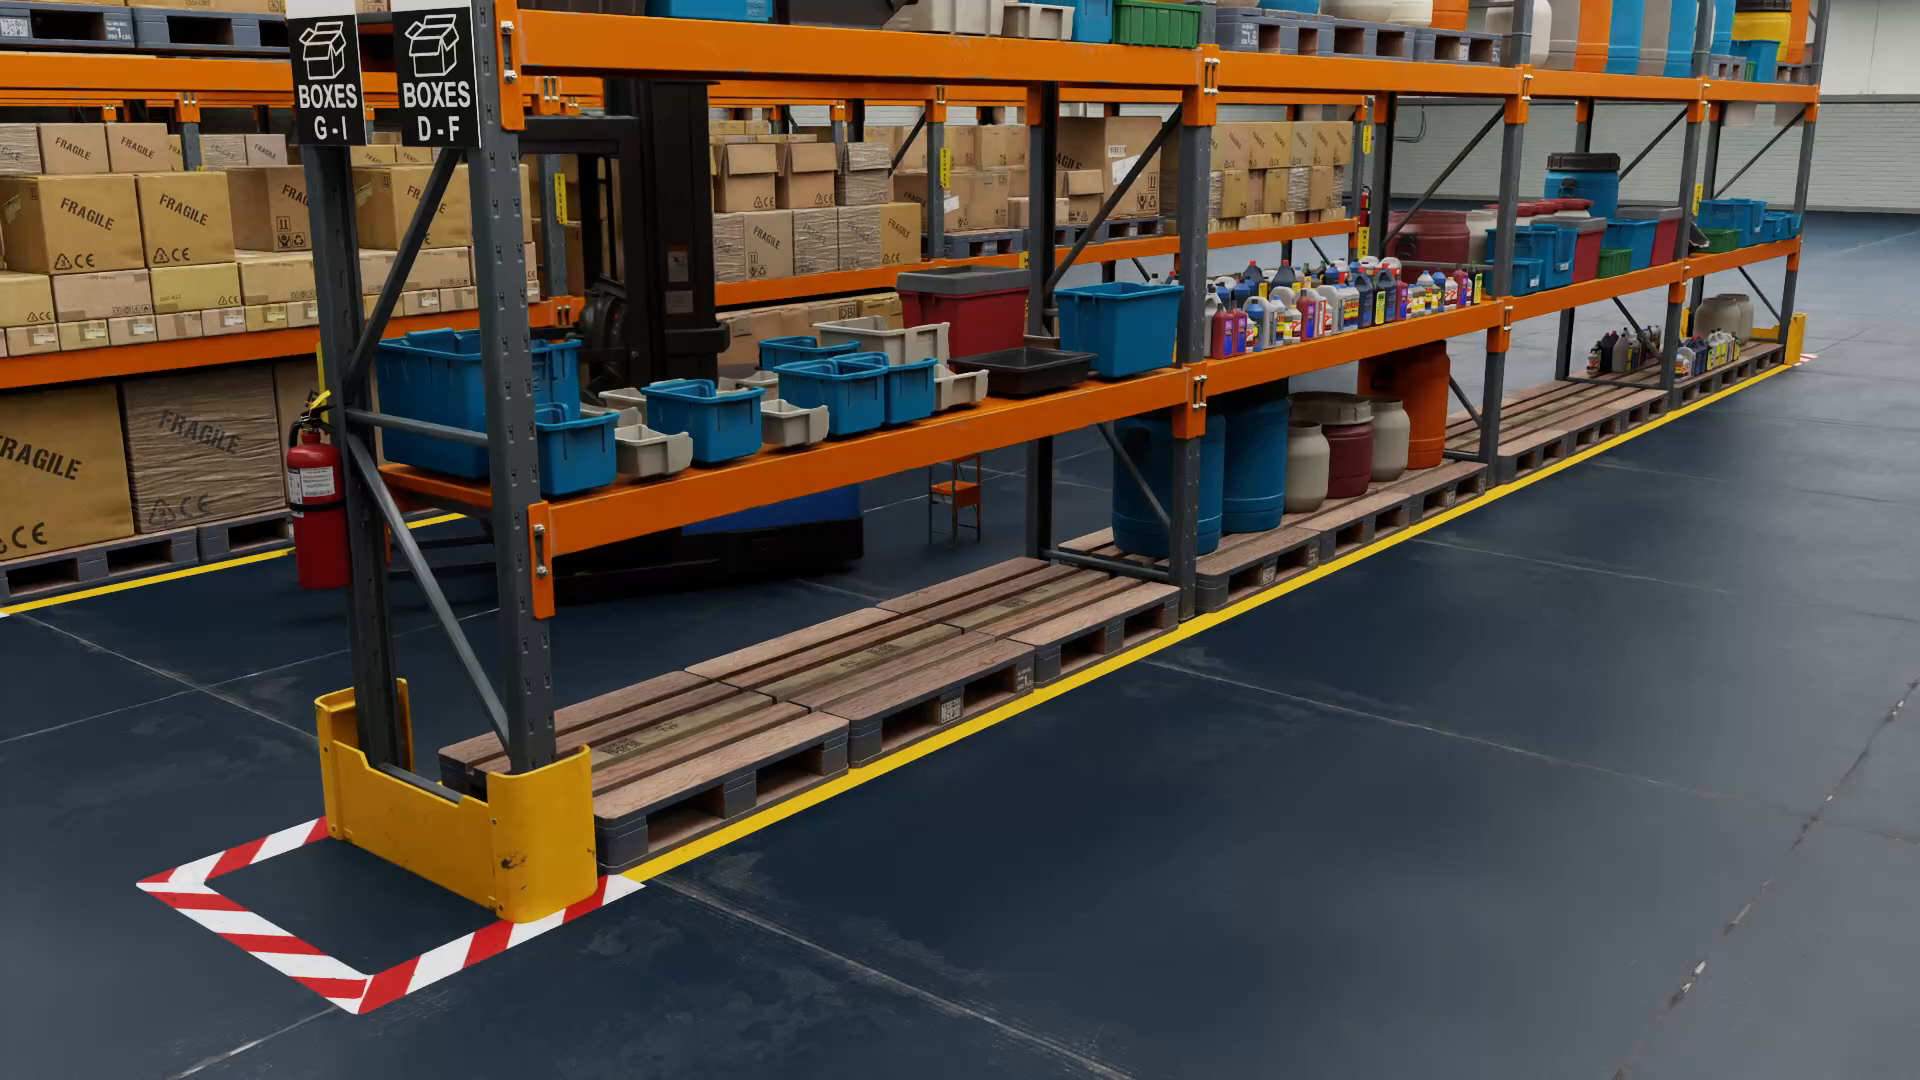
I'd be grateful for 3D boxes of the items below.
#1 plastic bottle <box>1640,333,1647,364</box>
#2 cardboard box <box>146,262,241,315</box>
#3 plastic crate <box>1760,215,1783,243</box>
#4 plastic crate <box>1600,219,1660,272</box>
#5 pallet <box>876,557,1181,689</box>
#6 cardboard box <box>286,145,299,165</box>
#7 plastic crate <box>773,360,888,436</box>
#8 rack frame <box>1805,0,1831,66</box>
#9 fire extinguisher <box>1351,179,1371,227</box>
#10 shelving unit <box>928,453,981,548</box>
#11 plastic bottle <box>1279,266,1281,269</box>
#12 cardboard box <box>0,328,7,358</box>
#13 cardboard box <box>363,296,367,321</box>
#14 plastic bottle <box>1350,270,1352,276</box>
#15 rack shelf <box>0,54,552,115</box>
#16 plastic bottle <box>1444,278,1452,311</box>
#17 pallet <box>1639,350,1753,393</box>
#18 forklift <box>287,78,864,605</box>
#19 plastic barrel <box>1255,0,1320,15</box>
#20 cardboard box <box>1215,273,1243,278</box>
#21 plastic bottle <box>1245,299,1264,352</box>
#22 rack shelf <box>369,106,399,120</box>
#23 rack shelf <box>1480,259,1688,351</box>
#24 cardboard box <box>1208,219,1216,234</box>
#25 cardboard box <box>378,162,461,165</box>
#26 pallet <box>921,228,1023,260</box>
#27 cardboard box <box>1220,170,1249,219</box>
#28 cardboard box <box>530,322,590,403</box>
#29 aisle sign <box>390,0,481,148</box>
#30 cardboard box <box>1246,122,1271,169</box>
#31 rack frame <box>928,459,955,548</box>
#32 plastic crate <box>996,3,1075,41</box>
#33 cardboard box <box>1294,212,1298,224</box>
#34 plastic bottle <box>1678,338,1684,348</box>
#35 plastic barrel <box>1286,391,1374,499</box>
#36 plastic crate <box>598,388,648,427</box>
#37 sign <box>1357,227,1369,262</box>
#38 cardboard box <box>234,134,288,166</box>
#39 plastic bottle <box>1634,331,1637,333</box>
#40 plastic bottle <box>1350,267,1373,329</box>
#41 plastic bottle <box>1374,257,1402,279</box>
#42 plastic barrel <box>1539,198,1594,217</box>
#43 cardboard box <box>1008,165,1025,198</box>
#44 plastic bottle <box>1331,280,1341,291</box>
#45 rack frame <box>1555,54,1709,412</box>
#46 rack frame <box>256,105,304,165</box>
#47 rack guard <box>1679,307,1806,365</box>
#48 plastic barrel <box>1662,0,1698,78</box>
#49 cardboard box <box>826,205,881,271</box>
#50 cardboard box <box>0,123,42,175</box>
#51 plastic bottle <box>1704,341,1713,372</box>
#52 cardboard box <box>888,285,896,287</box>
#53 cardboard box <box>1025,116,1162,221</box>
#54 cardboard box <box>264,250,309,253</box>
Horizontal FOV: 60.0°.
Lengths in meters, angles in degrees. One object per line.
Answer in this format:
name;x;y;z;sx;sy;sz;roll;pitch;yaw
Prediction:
plastic bottle;6.499;-1.829;15.852;0.061;0.283;0.133;11;18;38
cardboard box;-4.436;-1.437;9.389;0.500;0.250;0.500;11;18;36
plastic crate;7.826;-3.079;16.455;0.499;0.251;0.408;11;18;38
plastic crate;5.355;-2.384;13.448;0.392;0.384;0.575;11;18;38
pallet;0.346;0.379;8.201;1.003;0.211;1.213;11;18;38
cardboard box;-8.199;-4.711;20.917;0.500;0.500;0.500;11;18;36
plastic crate;-0.497;-0.549;6.412;0.416;0.233;0.300;11;18;38
rack frame;8.320;-6.325;16.744;1.000;3.000;0.127;11;18;38
fire extinguisher;4.898;-4.097;20.314;0.296;0.674;0.183;11;18;38
shelving unit;-0.034;-0.499;9.953;0.215;1.050;0.252;11;18;38
plastic bottle;2.007;-1.582;10.493;0.061;0.283;0.133;11;18;38
cardboard box;-5.108;-1.015;8.535;0.380;0.149;0.250;12;18;38
cardboard box;-3.818;-1.409;10.086;0.380;0.149;0.250;11;18;37
plastic bottle;2.614;-1.719;11.202;0.097;0.201;0.097;0;14;0
rack shelf;-4.331;-2.608;9.665;1.077;0.370;4.000;11;18;38
plastic bottle;3.077;-1.563;10.588;0.097;0.201;0.097;0;14;0
pallet;7.027;-1.656;16.215;1.003;0.211;1.213;11;18;38
forklift;-2.112;-1.217;8.961;3.031;2.935;1.130;-6;15;-23
plastic barrel;1.732;-3.370;9.333;0.600;0.901;0.708;11;18;38
cardboard box;3.305;-2.822;19.363;0.500;0.500;0.500;14;20;43
plastic bottle;1.544;-1.130;8.740;0.097;0.271;0.097;0;14;0
rack shelf;-8.360;-7.207;27.769;1.077;0.370;4.000;11;18;38
rack shelf;4.549;-1.919;13.048;1.077;0.370;4.000;11;18;38
cardboard box;2.490;-3.336;17.674;0.380;0.149;0.250;11;18;38
cardboard box;-3.574;-2.268;11.137;0.500;0.500;0.500;11;18;38
pallet;-0.195;-2.712;15.094;1.213;0.211;1.003;11;18;38
cardboard box;2.626;-3.777;18.092;0.875;0.500;0.500;11;18;38
cardboard box;-2.688;-1.185;12.158;1.225;0.875;0.875;11;18;38
aisle sign;-1.550;-1.553;4.865;0.394;0.787;0.004;11;18;38
cardboard box;3.062;-4.333;18.251;0.500;0.500;0.500;11;18;38
rack frame;-0.110;-0.475;9.861;0.200;1.050;0.008;11;18;38
plastic crate;0.275;-2.143;6.908;0.293;0.136;0.466;11;18;38
cardboard box;3.676;-3.733;19.237;0.380;0.149;0.250;11;18;38
plastic bottle;6.524;-1.693;15.182;0.144;0.351;0.185;11;18;38
plastic barrel;2.288;-0.607;10.466;0.600;0.588;0.708;11;18;38
plastic crate;-1.171;-0.492;6.380;0.396;0.136;0.243;11;18;38
sign;2.860;-2.048;11.761;0.100;0.325;0.005;11;18;38
cardboard box;-8.390;-4.579;19.821;0.500;0.500;0.500;11;18;36
plastic bottle;6.533;-1.885;16.100;0.097;0.271;0.097;0;14;0
plastic bottle;2.319;-1.414;9.697;0.144;0.351;0.185;11;18;38
plastic bottle;2.887;-1.769;11.245;0.152;0.276;0.135;11;18;38
plastic barrel;5.034;-2.568;13.862;0.433;0.535;0.433;0;14;0
cardboard box;0.476;-4.965;23.271;0.875;0.550;0.550;11;18;38
plastic bottle;2.198;-1.386;9.747;0.097;0.271;0.097;0;14;0
rack frame;5.806;-2.651;14.467;1.000;3.000;0.127;11;18;38
rack frame;-8.268;-4.185;20.505;1.000;3.000;0.127;11;18;38
rack guard;8.309;-2.184;17.704;1.175;0.500;0.348;11;18;38
plastic barrel;5.655;-4.217;13.520;0.600;0.901;0.708;11;18;38
cardboard box;-0.995;-2.473;13.561;0.500;0.500;0.500;11;18;37
cardboard box;-7.607;-3.022;13.089;0.500;0.500;0.500;12;18;39
plastic bottle;6.891;-1.700;15.344;0.061;0.283;0.133;12;19;40
cardboard box;-1.391;-3.488;21.223;0.875;0.875;0.875;12;18;38
cardboard box;1.346;-3.781;16.845;1.000;1.000;1.000;11;18;38
cardboard box;-4.211;-1.713;10.474;0.500;0.250;0.500;12;18;39
